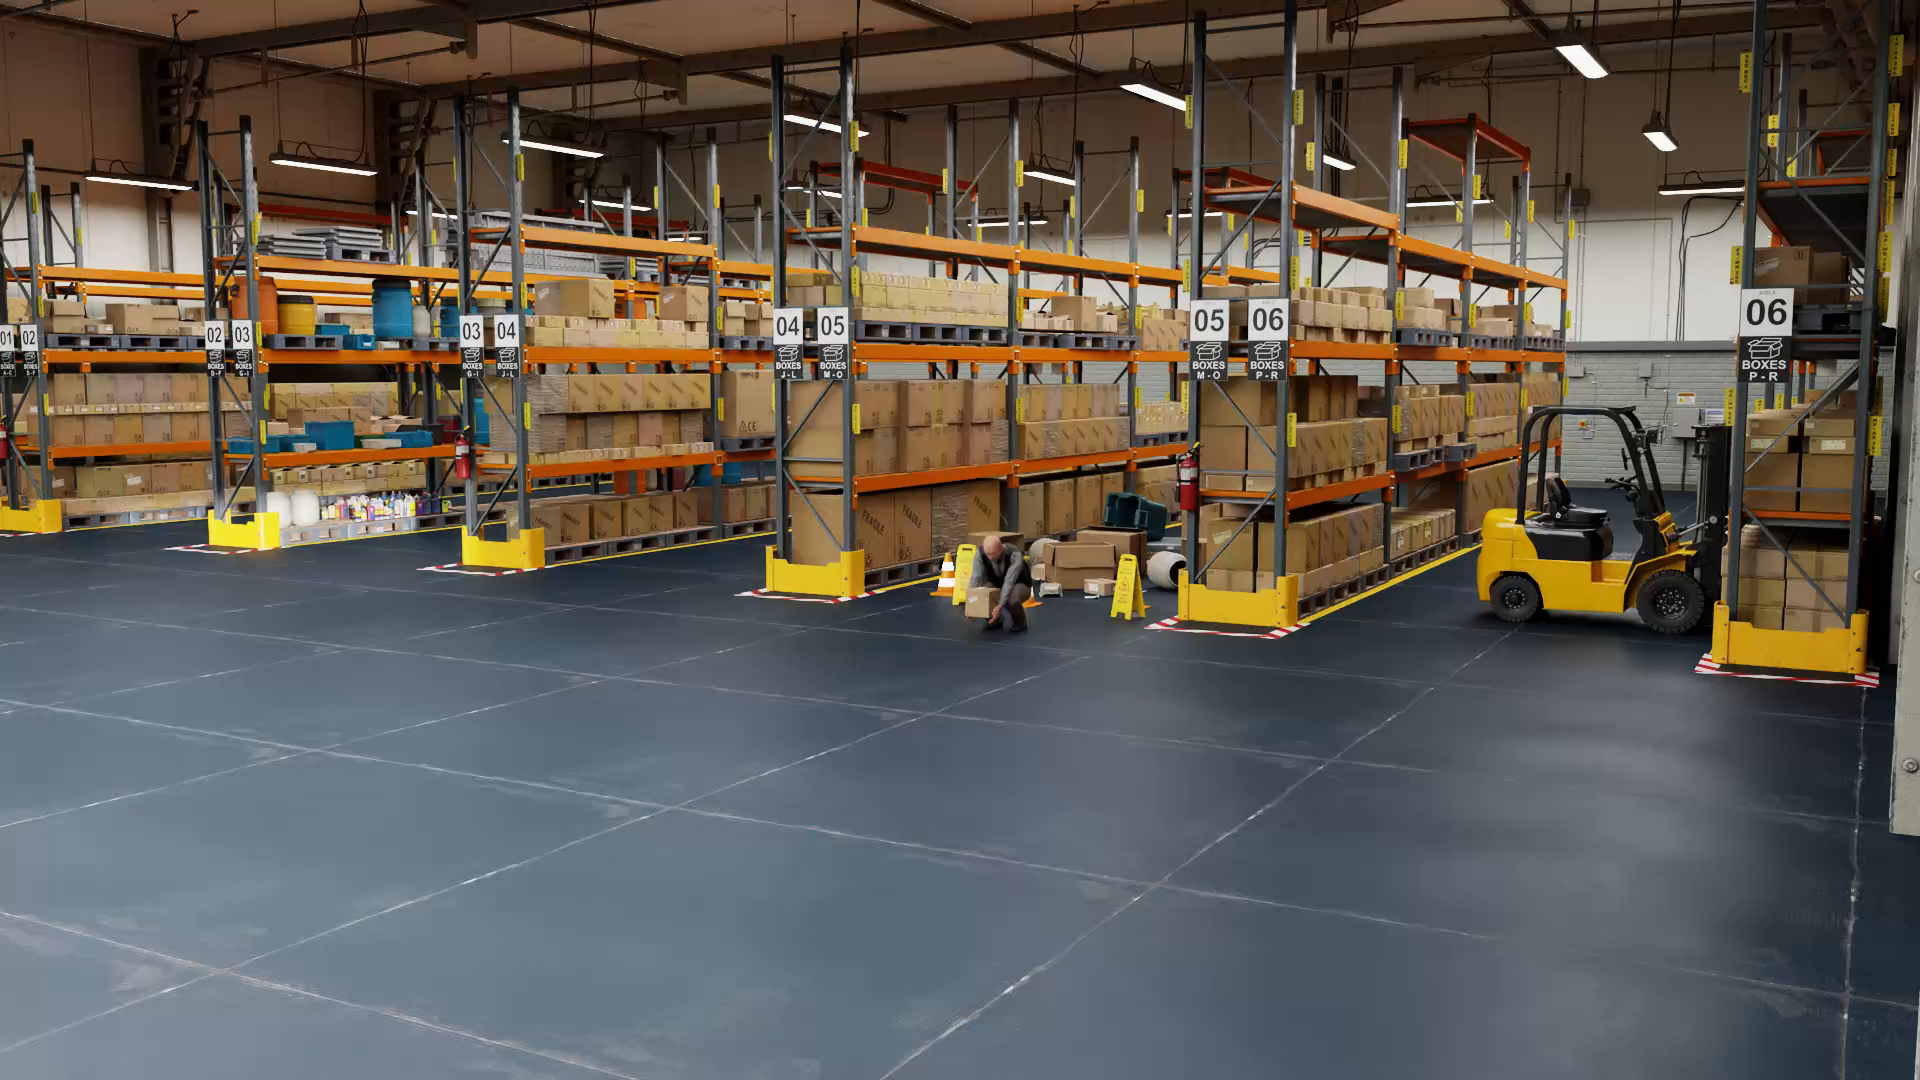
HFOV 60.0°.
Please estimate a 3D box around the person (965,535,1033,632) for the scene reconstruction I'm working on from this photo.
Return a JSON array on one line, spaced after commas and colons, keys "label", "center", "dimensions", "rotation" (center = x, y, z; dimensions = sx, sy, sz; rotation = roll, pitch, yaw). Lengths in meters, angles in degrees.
[{"label": "person", "center": [0.387, 0.409, 16.016], "dimensions": [0.523, 0.970, 0.881], "rotation": [3, 7, 28]}]
